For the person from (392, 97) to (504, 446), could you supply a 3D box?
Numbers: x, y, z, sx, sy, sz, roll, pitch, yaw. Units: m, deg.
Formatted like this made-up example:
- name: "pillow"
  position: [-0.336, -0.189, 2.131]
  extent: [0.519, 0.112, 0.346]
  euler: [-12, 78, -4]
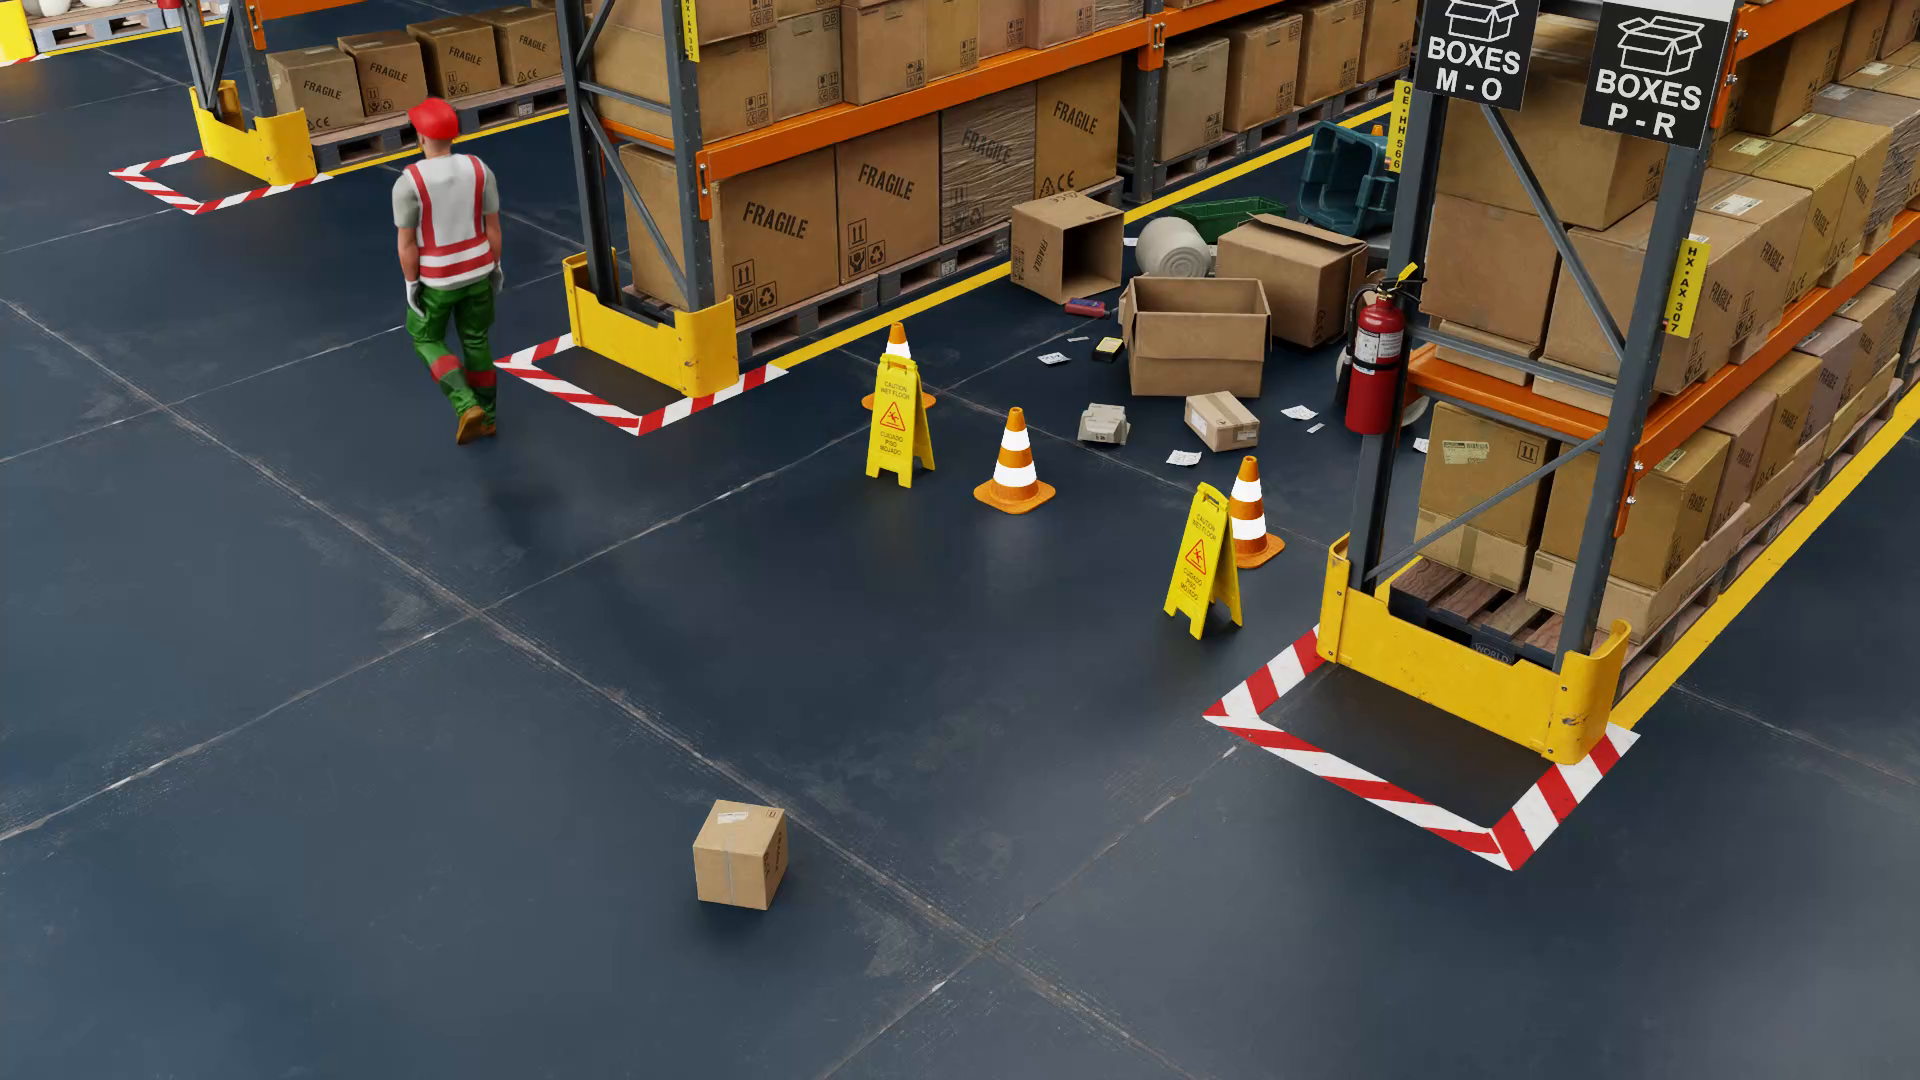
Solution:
- name: "person"
  position: [-2.493, -1.300, 8.228]
  extent: [0.529, 1.781, 0.586]
  euler: [-21, 37, -31]
